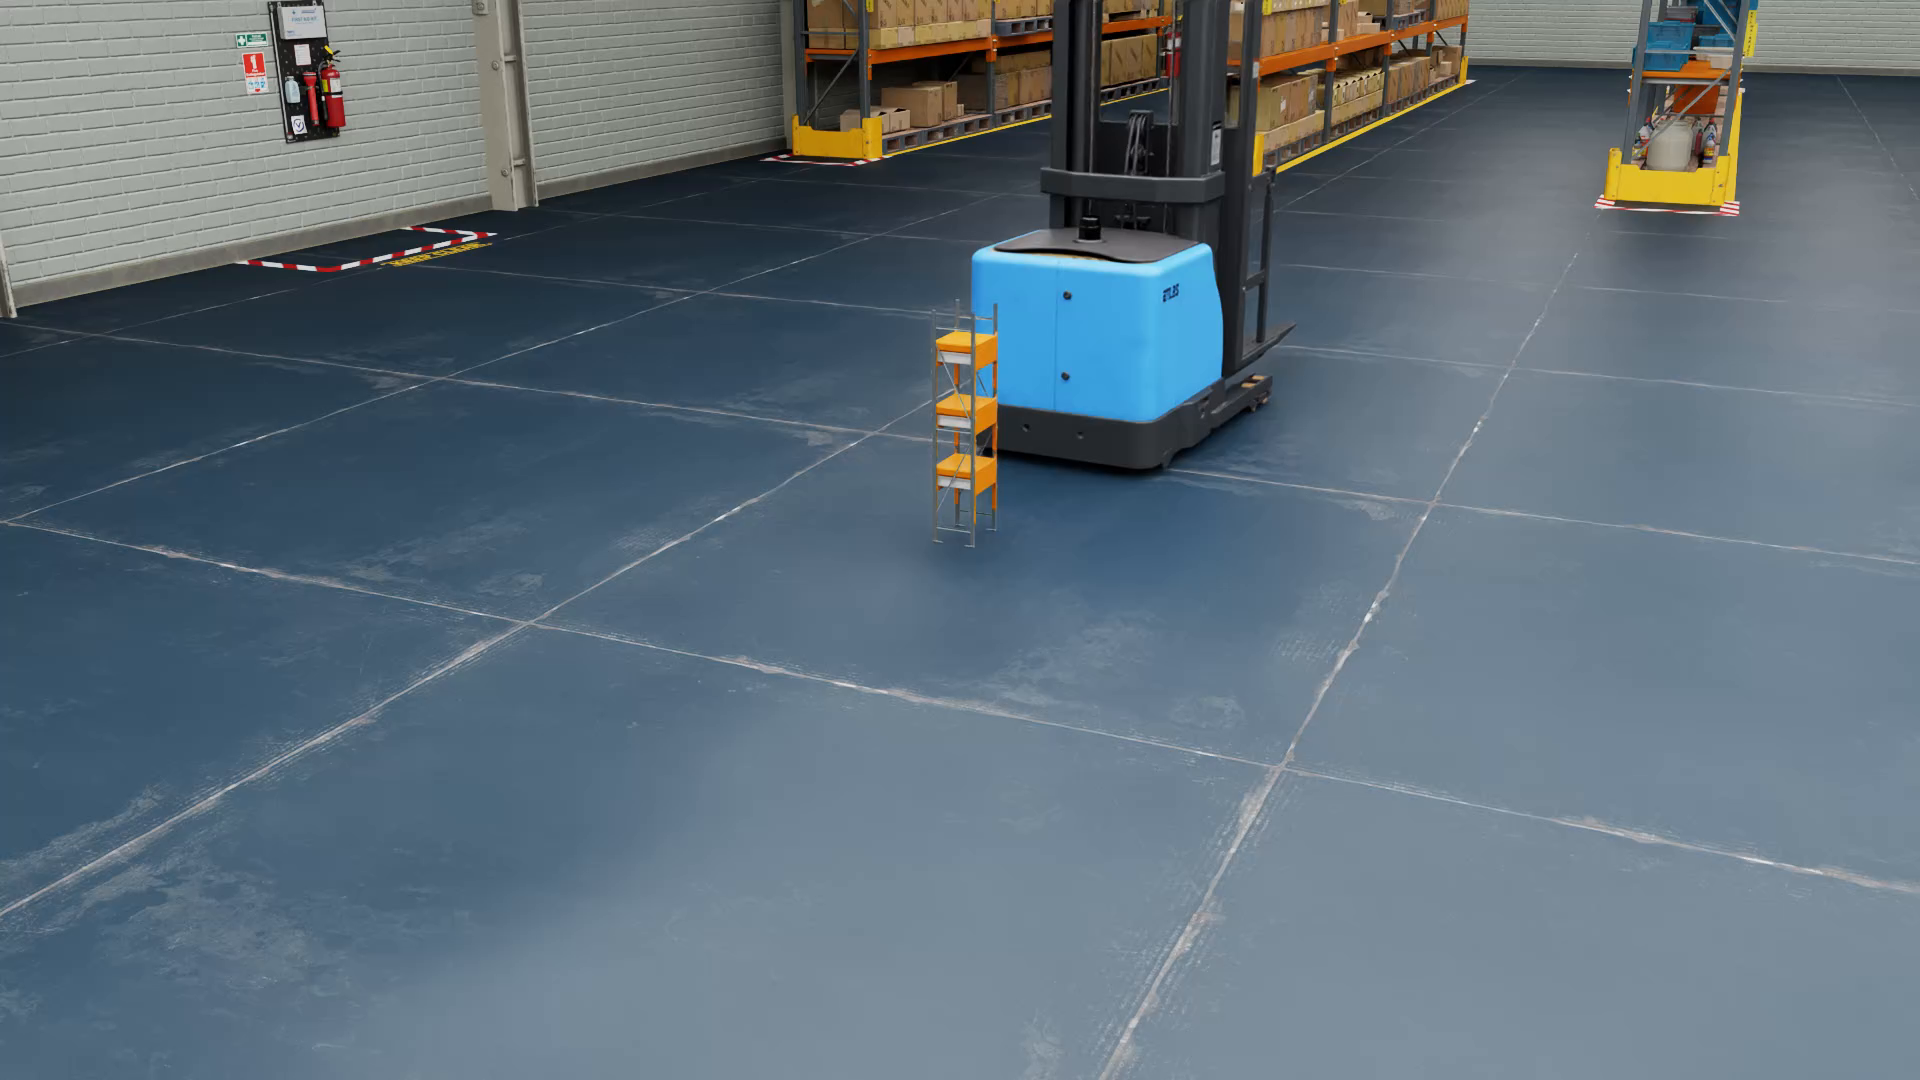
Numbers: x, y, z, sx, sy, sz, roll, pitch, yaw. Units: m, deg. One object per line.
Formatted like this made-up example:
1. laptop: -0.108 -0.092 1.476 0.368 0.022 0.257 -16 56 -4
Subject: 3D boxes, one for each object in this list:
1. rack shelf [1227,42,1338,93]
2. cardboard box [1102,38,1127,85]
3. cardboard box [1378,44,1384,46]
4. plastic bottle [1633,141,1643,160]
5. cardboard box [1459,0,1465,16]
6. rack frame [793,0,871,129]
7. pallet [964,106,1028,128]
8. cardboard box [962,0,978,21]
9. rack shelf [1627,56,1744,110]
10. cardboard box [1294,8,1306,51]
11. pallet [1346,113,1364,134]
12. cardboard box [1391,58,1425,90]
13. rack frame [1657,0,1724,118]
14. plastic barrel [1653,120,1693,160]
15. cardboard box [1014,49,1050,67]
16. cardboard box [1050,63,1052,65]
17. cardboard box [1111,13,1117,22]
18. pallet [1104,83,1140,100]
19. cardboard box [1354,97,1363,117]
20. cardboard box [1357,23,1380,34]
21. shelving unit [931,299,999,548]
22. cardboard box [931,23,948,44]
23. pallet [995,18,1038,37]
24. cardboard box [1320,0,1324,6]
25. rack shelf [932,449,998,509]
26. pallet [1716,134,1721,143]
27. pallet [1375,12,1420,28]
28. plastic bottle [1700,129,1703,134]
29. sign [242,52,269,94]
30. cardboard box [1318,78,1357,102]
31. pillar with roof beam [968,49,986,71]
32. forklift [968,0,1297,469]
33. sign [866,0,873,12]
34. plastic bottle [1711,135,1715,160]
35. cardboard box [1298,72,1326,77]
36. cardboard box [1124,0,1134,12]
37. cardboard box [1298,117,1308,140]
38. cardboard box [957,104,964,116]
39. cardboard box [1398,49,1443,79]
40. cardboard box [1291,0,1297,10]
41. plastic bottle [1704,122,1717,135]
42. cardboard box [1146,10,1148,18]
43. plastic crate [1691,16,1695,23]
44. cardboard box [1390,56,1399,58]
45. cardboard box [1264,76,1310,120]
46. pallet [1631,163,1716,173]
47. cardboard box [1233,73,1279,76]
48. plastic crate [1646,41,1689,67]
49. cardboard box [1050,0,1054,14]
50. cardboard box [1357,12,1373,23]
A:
1. rack shelf: 3.732 -5.918 20.707 1.077 0.370 4.000 9 21 23
2. cardboard box: 2.454 -8.429 29.274 0.750 0.750 0.750 8 21 22
3. cardboard box: 6.997 -8.277 28.220 0.500 0.250 0.500 9 21 23
4. plastic bottle: 7.783 -4.475 19.096 0.097 0.201 0.097 0 20 0
5. cardboard box: 9.321 -10.251 31.667 0.500 0.500 0.500 9 21 23
6. rack frame: -1.608 -6.324 20.775 1.000 3.000 0.127 9 21 23
7. pallet: 0.348 -6.471 25.351 1.003 0.211 1.213 9 21 23
8. cardboard box: -0.080 -7.499 23.153 0.500 0.500 0.500 8 21 22
9. rack shelf: 8.250 -5.237 18.793 1.077 0.370 4.000 9 21 23
10. cardboard box: 3.956 -6.464 21.019 0.700 0.500 0.500 9 21 24
11. pallet: 5.316 -6.160 24.474 1.003 0.211 1.213 9 21 23
12. cardboard box: 7.677 -8.004 28.571 0.500 0.500 0.500 9 21 23
13. rack frame: 10.707 -7.411 23.830 1.000 3.000 0.127 9 21 23
14. plastic barrel: 7.836 -4.356 18.326 0.421 0.512 0.421 0 20 0
15. cardboard box: 1.131 -7.760 26.767 0.500 0.250 0.500 9 21 24
16. cardboard box: 1.421 -7.572 27.358 0.700 0.500 0.500 9 21 23
17. cardboard box: 2.516 -9.127 29.001 0.380 0.149 0.250 9 21 24
18. pallet: 2.561 -8.058 29.813 1.003 0.211 1.213 9 21 23
19. cardboard box: 5.572 -6.330 24.269 0.500 0.250 0.500 9 21 24
20. cardboard box: 6.073 -7.660 24.906 0.380 0.149 0.250 9 21 23
21. shelving unit: 0.022 -0.511 7.339 0.215 1.050 0.252 9 21 23
22. cardboard box: -0.495 -6.839 22.415 0.500 0.250 0.500 9 21 23
23. pallet: 0.476 -7.670 24.847 1.003 0.211 1.213 9 21 23
24. cardboard box: 4.532 -7.033 21.652 0.380 0.149 0.250 8 21 22
25. rack shelf: 0.022 -0.239 7.436 0.215 0.259 0.240 9 21 23
26. pallet: 9.355 -5.119 21.549 1.003 0.211 1.213 9 21 23
27. pallet: 6.981 -8.596 27.450 1.003 0.211 1.213 9 21 23
28. plastic bottle: 8.753 -4.728 19.683 0.061 0.283 0.133 9 21 23
29. sign: -5.934 -3.935 14.002 0.001 0.329 0.234 9 21 23
30. cardboard box: 5.368 -6.438 23.735 0.500 0.311 0.500 8 21 21
31. pillar with roof beam: 4.274 -10.727 24.202 9.100 9.000 0.400 9 21 23
32. forklift: 1.175 -2.182 9.230 1.130 2.935 3.031 10 22 26
33. sign: -1.112 -6.658 20.421 0.100 0.325 0.005 9 21 23
34. plastic bottle: 8.567 -4.471 18.960 0.061 0.283 0.133 9 21 24
35. cardboard box: 5.289 -6.821 24.811 0.500 0.311 0.500 8 21 21
36. cardboard box: 2.734 -9.551 29.224 0.500 0.500 0.500 9 22 24
37. cardboard box: 4.156 -5.293 21.352 0.500 0.250 0.500 9 21 23
38. cardboard box: -0.161 -6.252 24.143 0.380 0.166 0.250 6 20 16
39. cardboard box: 8.592 -8.920 31.144 0.797 0.503 0.637 9 21 23
40. cardboard box: 3.901 -6.559 20.317 0.380 0.149 0.250 9 21 23
41. plastic bottle: 8.857 -4.753 19.654 0.144 0.351 0.185 8 21 22
42. cardboard box: 3.197 -9.588 30.298 0.380 0.149 0.250 9 22 24
43. plastic crate: 9.237 -6.560 21.462 0.392 0.384 0.575 9 21 23
44. cardboard box: 7.407 -8.229 29.206 0.500 0.500 0.500 8 21 20
45. cardboard box: 4.144 -5.648 21.231 0.500 0.500 0.500 9 21 23
46. pallet: 7.757 -3.928 18.200 1.003 0.211 1.213 9 21 23
47. cardboard box: 3.878 -5.871 21.860 0.500 0.500 0.500 9 21 23
48. plastic crate: 7.634 -5.287 18.080 0.499 0.251 0.408 9 21 23
49. cardboard box: 1.281 -8.705 26.663 0.700 0.500 0.500 6 21 18
50. cardboard box: 6.000 -7.944 25.463 0.500 0.311 0.500 10 22 26
